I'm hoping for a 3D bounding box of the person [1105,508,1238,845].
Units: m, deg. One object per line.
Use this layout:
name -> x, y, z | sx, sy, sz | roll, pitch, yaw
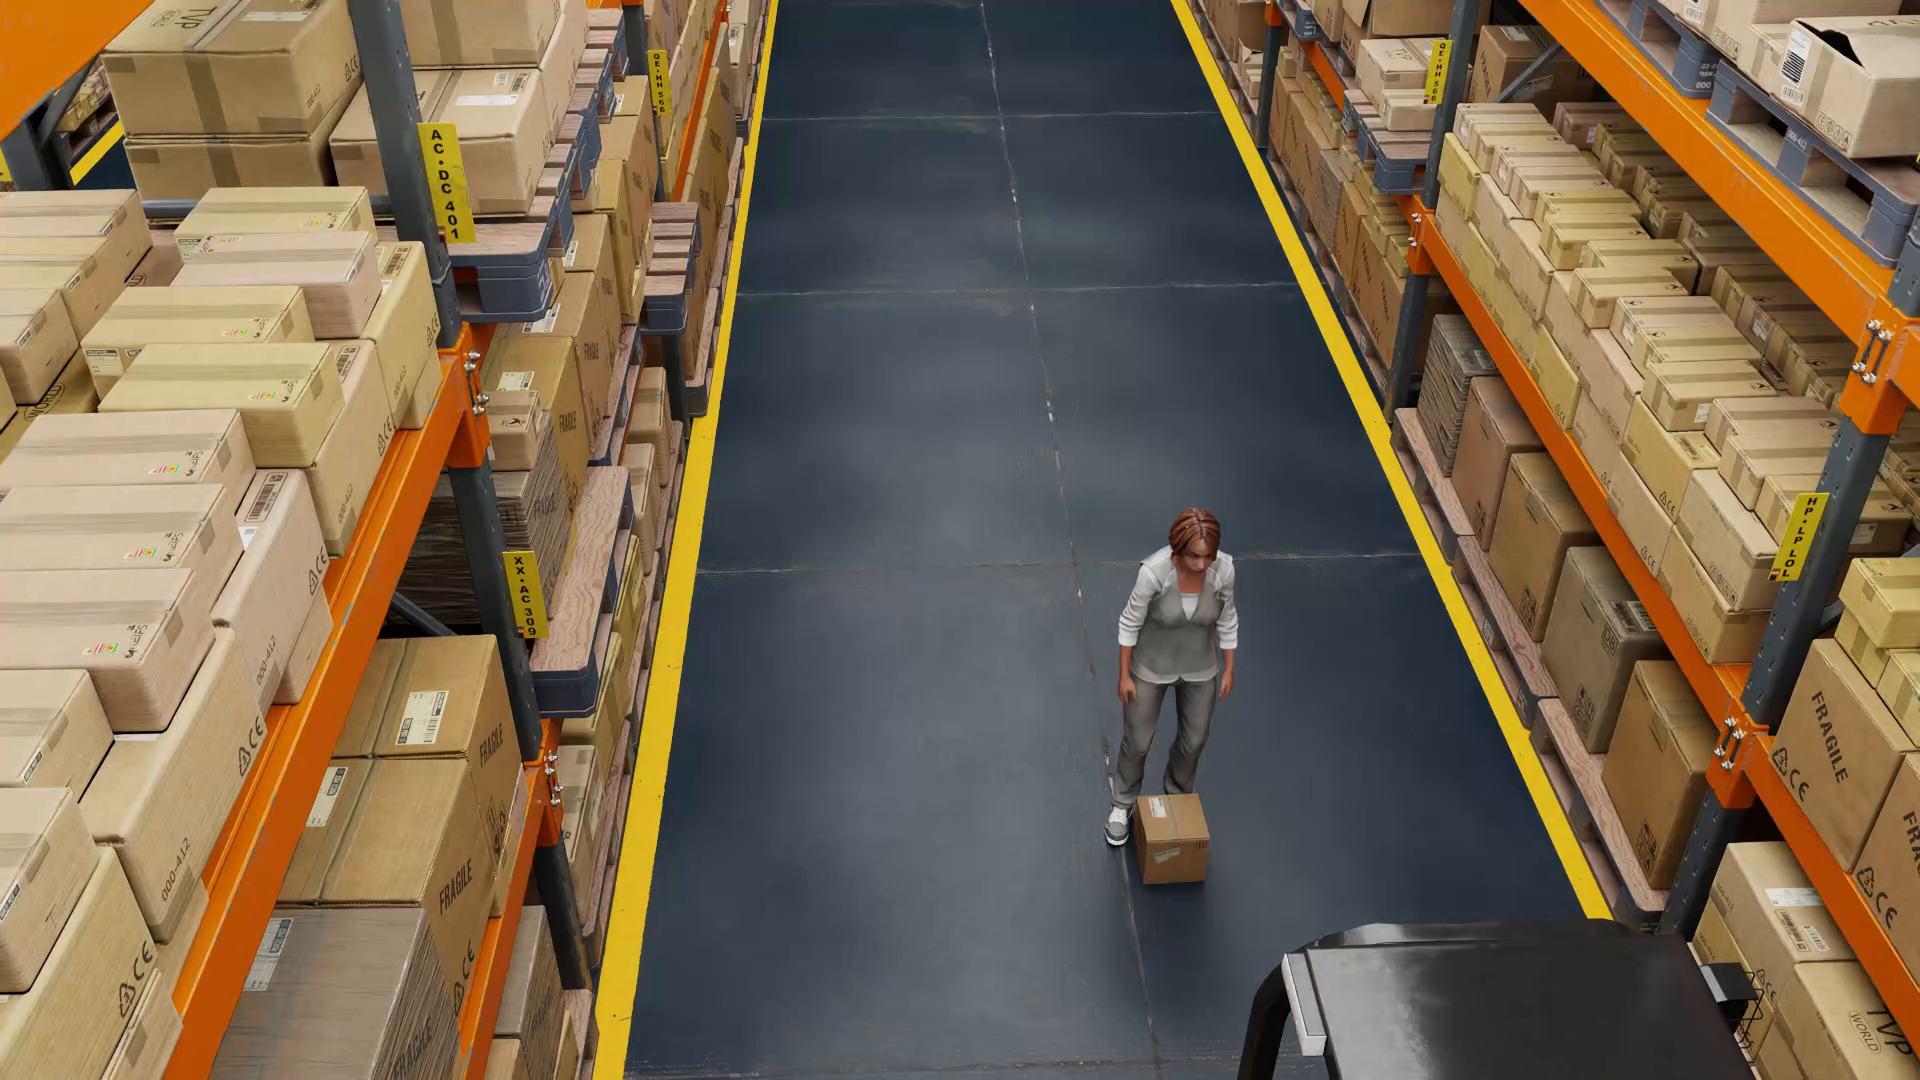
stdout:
person -> 0.832, 0.517, 6.480 | 0.483, 1.594, 0.341 | -3, 36, -4
